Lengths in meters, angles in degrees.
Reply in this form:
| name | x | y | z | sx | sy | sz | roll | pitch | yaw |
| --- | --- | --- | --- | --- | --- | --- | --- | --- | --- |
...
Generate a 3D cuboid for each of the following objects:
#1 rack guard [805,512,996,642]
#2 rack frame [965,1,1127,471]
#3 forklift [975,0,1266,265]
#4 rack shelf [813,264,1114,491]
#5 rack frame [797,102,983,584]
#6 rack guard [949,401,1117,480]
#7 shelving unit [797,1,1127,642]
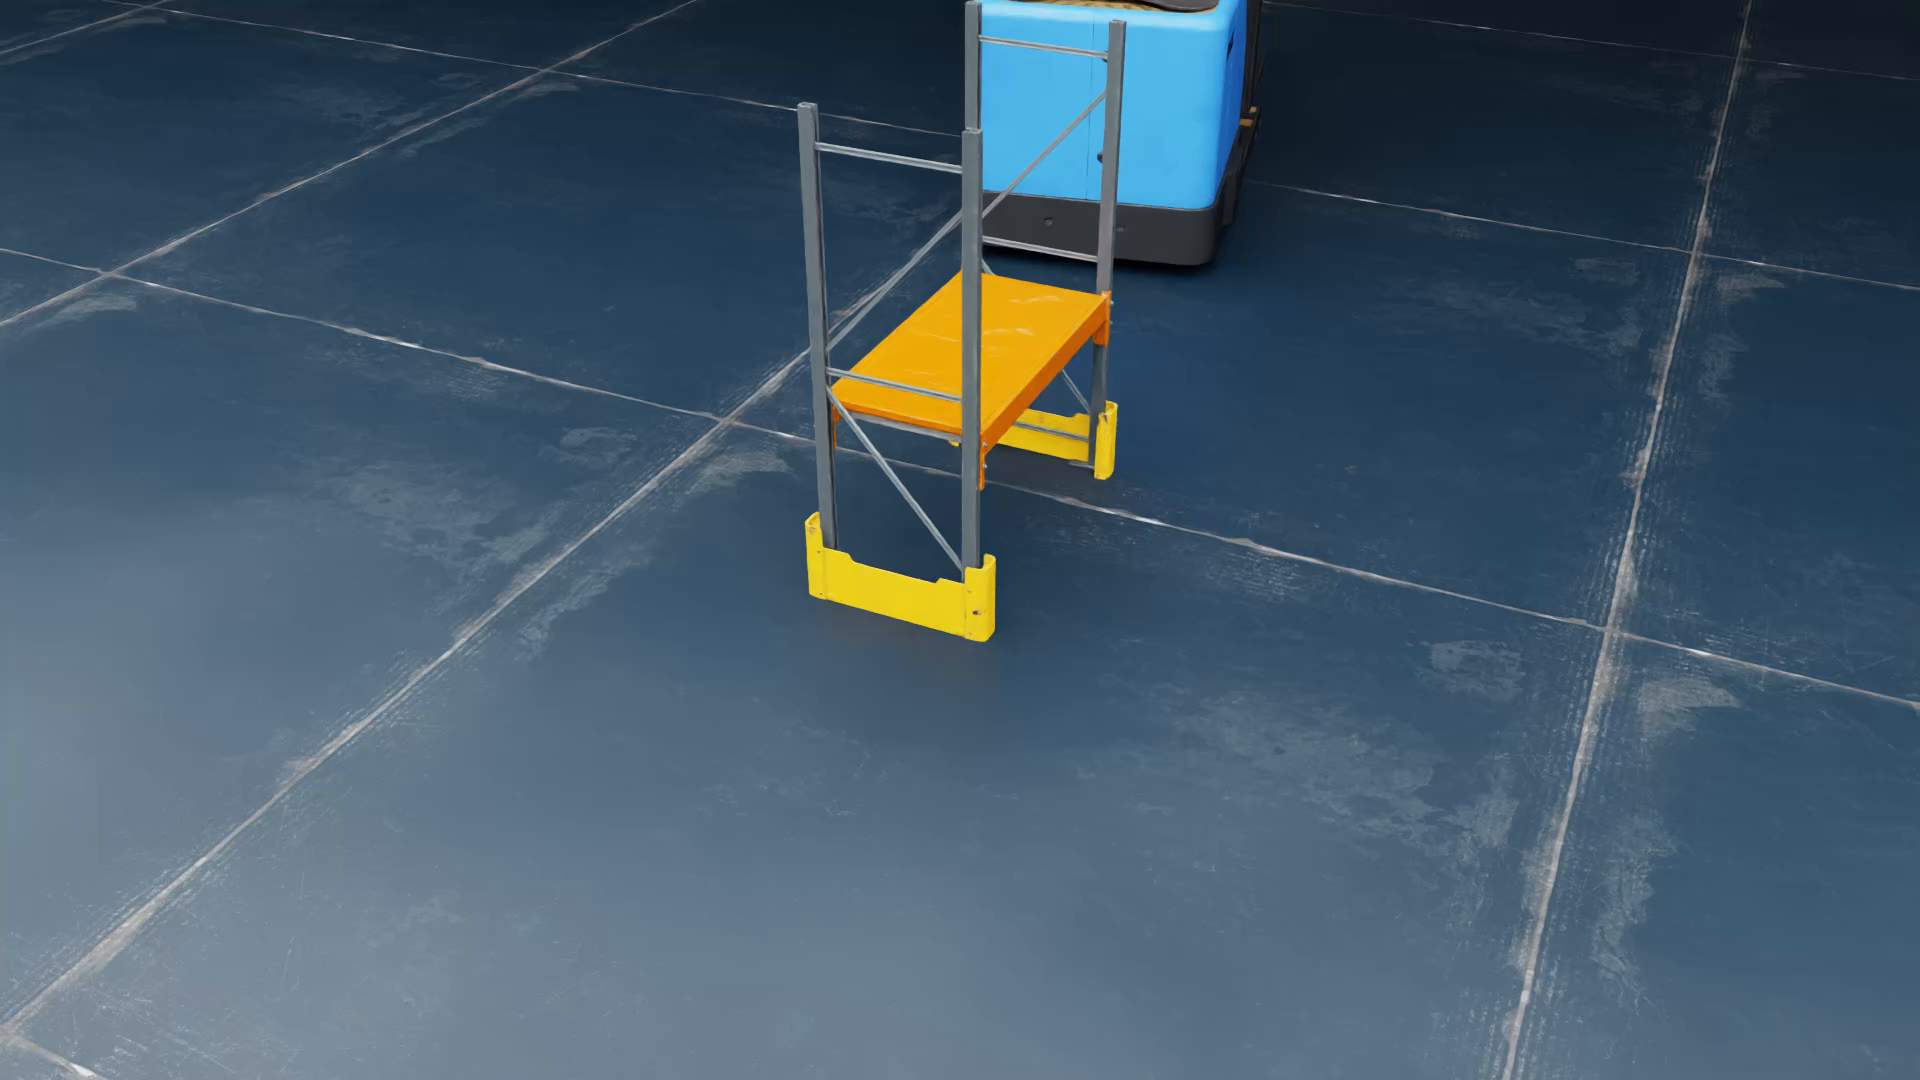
| name | x | y | z | sx | sy | sz | roll | pitch | yaw |
| --- | --- | --- | --- | --- | --- | --- | --- | --- | --- |
| rack guard | -0.176 | 0.106 | 4.861 | 0.587 | 0.250 | 0.087 | 14 | 36 | 20 |
| rack frame | 0.248 | -0.923 | 5.290 | 0.500 | 1.500 | 0.032 | 14 | 36 | 20 |
| forklift | 0.881 | -3.157 | 7.392 | 1.130 | 2.935 | 3.031 | 8 | 34 | 12 |
| rack shelf | 0.036 | -0.519 | 5.002 | 0.538 | 0.185 | 1.000 | 14 | 36 | 20 |
| rack frame | -0.177 | -0.417 | 4.517 | 0.500 | 1.500 | 0.032 | 14 | 36 | 20 |
| rack guard | 0.240 | -0.391 | 5.618 | 0.587 | 0.250 | 0.087 | 14 | 36 | 20 |
| shelving unit | 0.032 | -0.665 | 4.897 | 0.587 | 1.500 | 1.083 | 14 | 36 | 20 |
